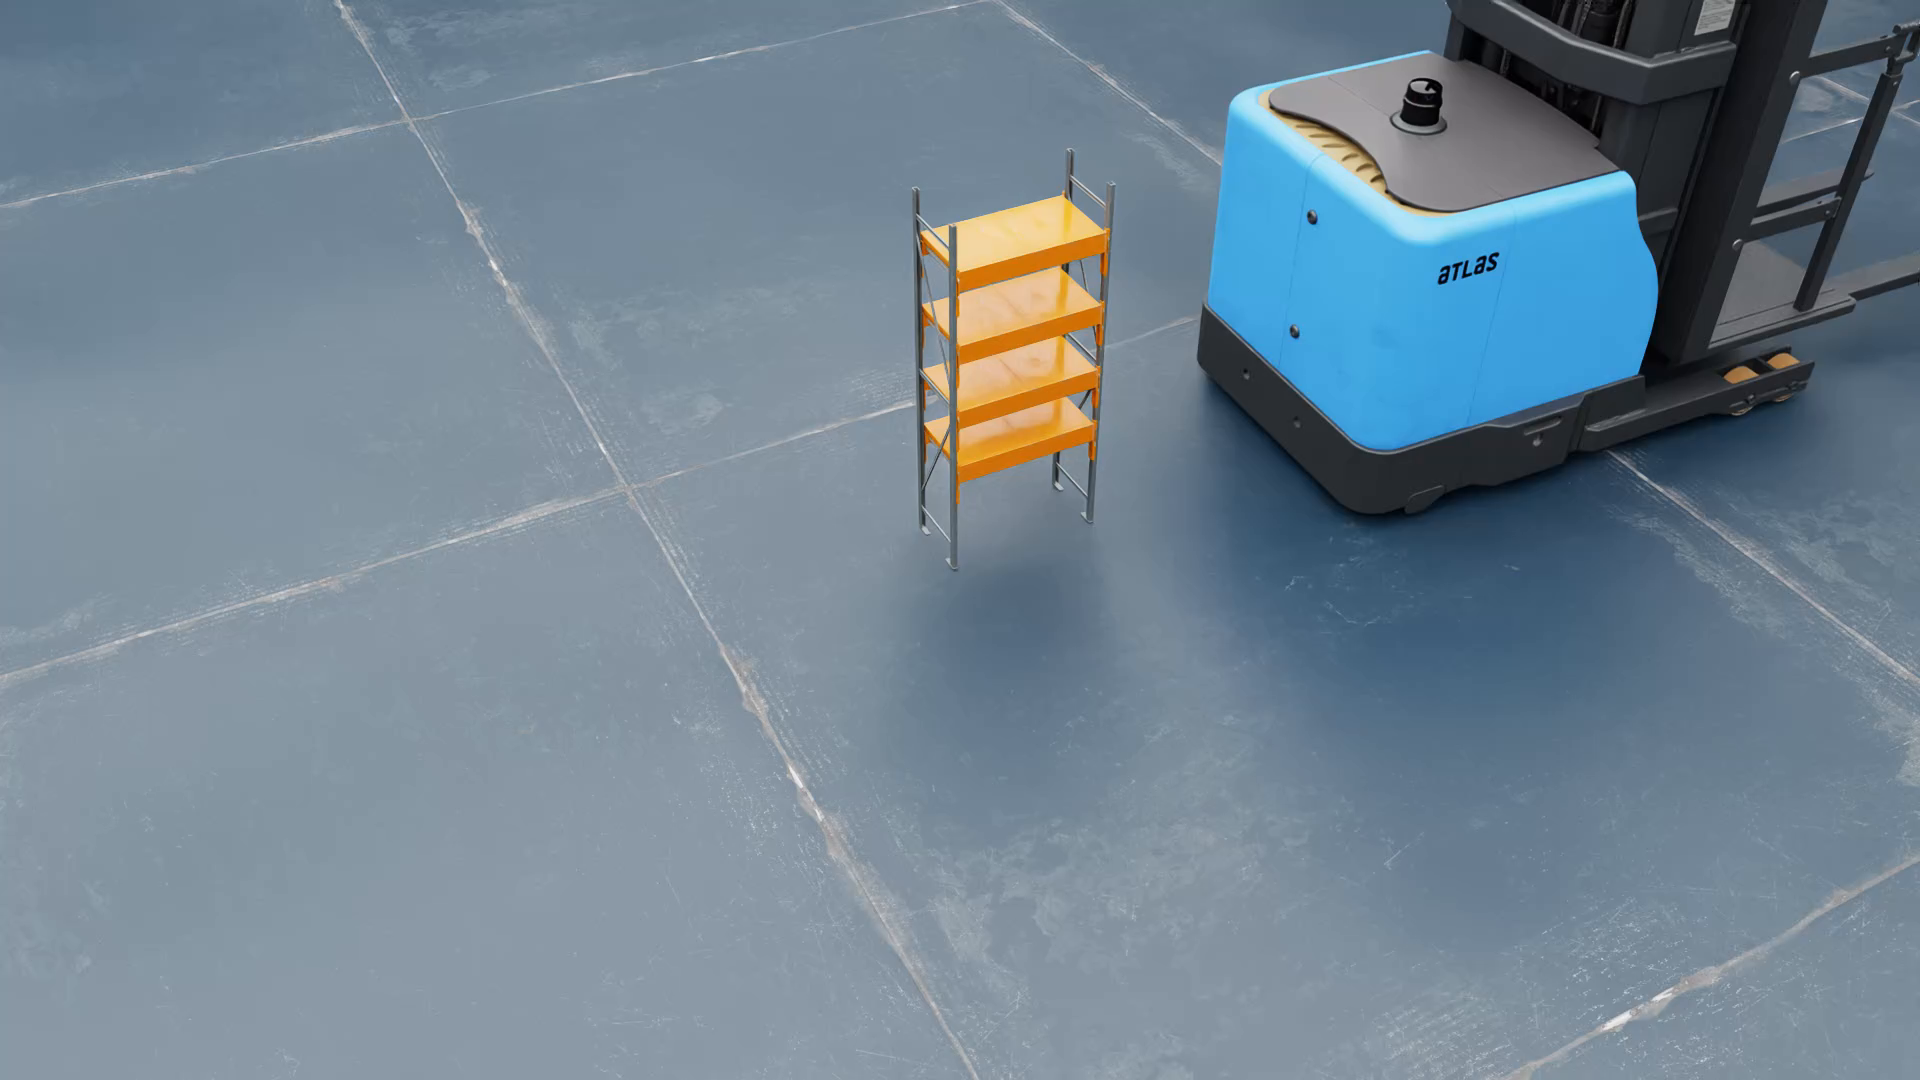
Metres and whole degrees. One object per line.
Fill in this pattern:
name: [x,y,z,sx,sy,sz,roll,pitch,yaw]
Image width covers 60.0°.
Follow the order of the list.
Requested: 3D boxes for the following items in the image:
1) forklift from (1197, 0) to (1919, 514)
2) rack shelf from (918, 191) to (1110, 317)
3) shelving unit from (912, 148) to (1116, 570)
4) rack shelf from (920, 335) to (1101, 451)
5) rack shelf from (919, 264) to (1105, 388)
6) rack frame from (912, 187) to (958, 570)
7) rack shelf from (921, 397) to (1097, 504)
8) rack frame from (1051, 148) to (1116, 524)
forklift: [2.398,-1.843,5.158,3.031,2.935,1.130,-17,43,-19]
rack shelf: [0.147,-0.807,4.667,0.480,0.148,0.258,-19,44,-21]
shelving unit: [0.147,-0.507,4.921,0.503,1.200,0.258,-19,44,-21]
rack shelf: [0.147,-0.456,4.964,0.480,0.148,0.258,-19,44,-21]
rack shelf: [0.147,-0.627,4.820,0.480,0.148,0.258,-19,44,-21]
rack frame: [-0.070,-0.435,4.835,0.015,1.200,0.240,-19,44,-21]
rack shelf: [0.147,-0.304,5.092,0.480,0.148,0.258,-19,44,-21]
rack frame: [0.363,-0.580,5.007,0.015,1.200,0.240,-19,44,-21]
